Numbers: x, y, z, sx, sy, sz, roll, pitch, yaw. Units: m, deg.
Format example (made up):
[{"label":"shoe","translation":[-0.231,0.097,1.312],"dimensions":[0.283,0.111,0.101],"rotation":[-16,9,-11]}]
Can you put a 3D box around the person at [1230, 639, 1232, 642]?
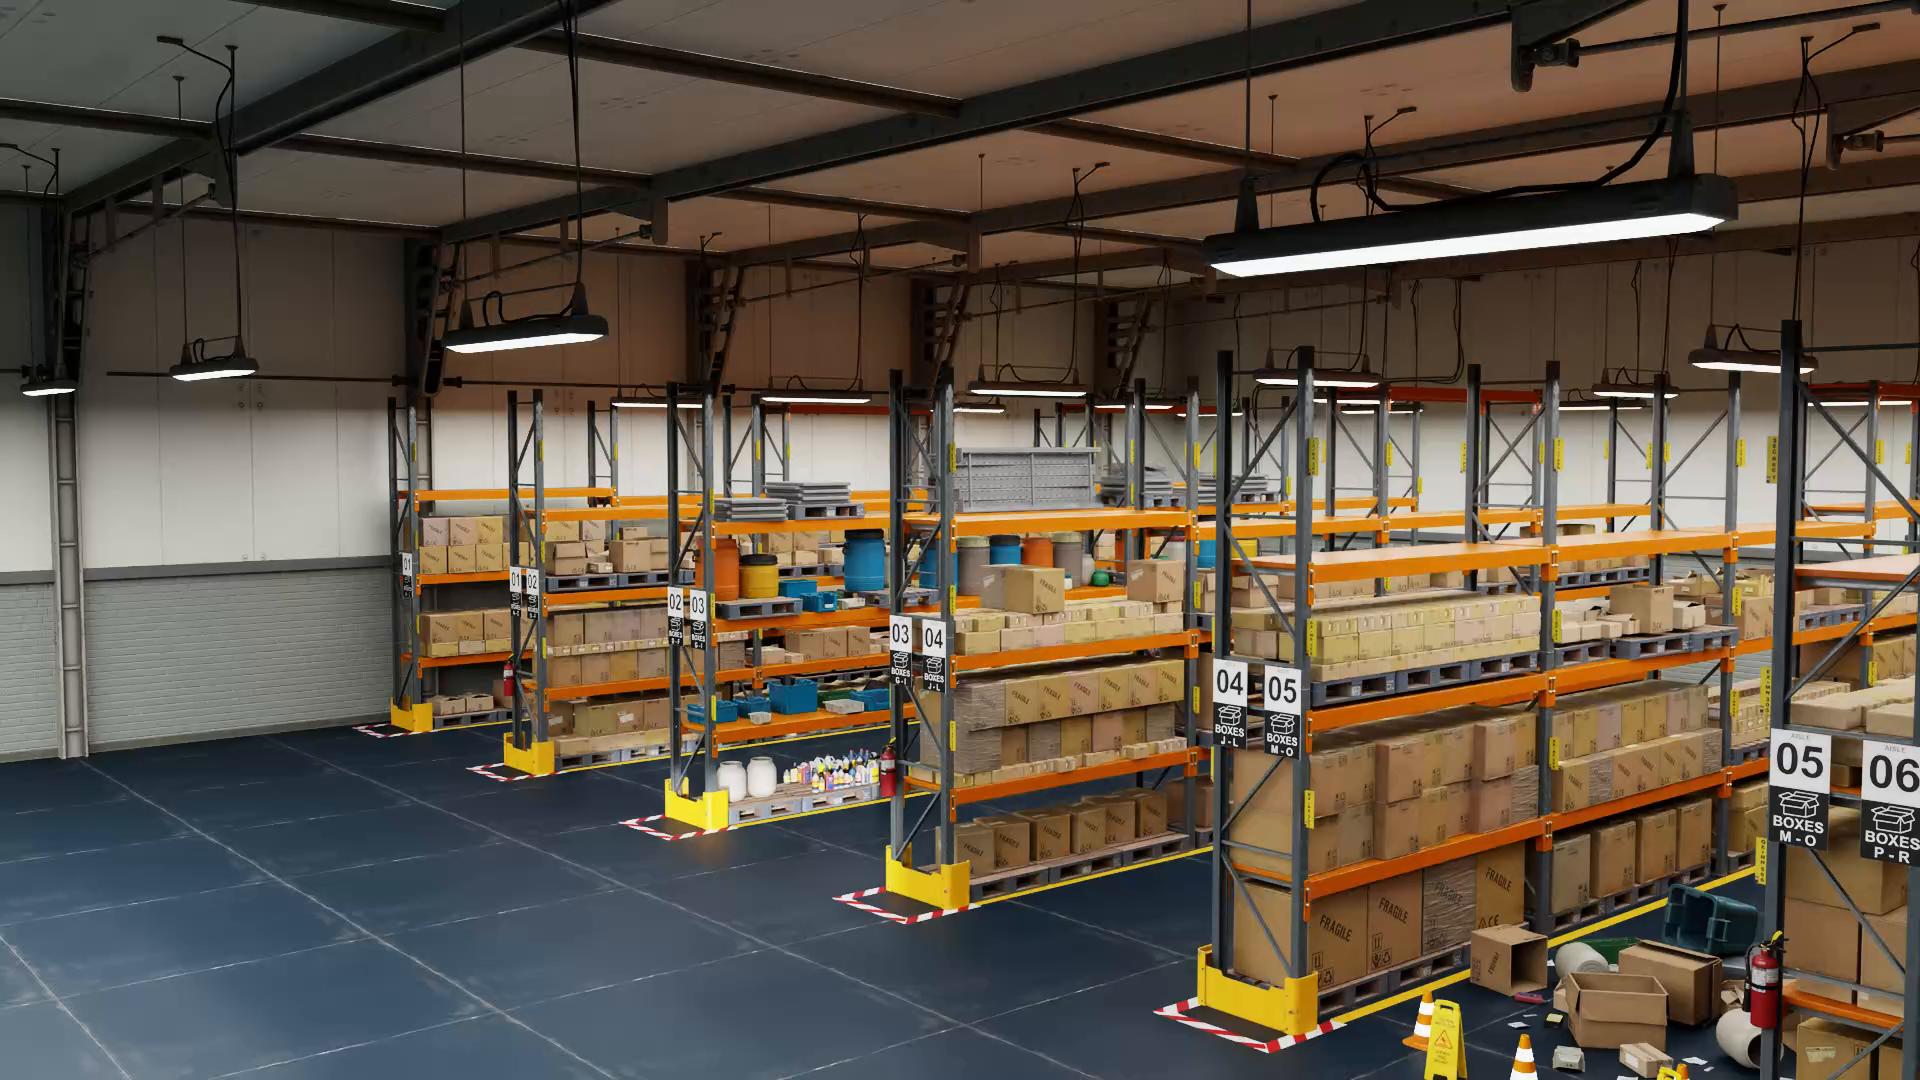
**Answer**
[{"label":"person","translation":[5.609,2.290,34.396],"dimensions":[0.576,1.724,0.666],"rotation":[-3,4,-39]}]
